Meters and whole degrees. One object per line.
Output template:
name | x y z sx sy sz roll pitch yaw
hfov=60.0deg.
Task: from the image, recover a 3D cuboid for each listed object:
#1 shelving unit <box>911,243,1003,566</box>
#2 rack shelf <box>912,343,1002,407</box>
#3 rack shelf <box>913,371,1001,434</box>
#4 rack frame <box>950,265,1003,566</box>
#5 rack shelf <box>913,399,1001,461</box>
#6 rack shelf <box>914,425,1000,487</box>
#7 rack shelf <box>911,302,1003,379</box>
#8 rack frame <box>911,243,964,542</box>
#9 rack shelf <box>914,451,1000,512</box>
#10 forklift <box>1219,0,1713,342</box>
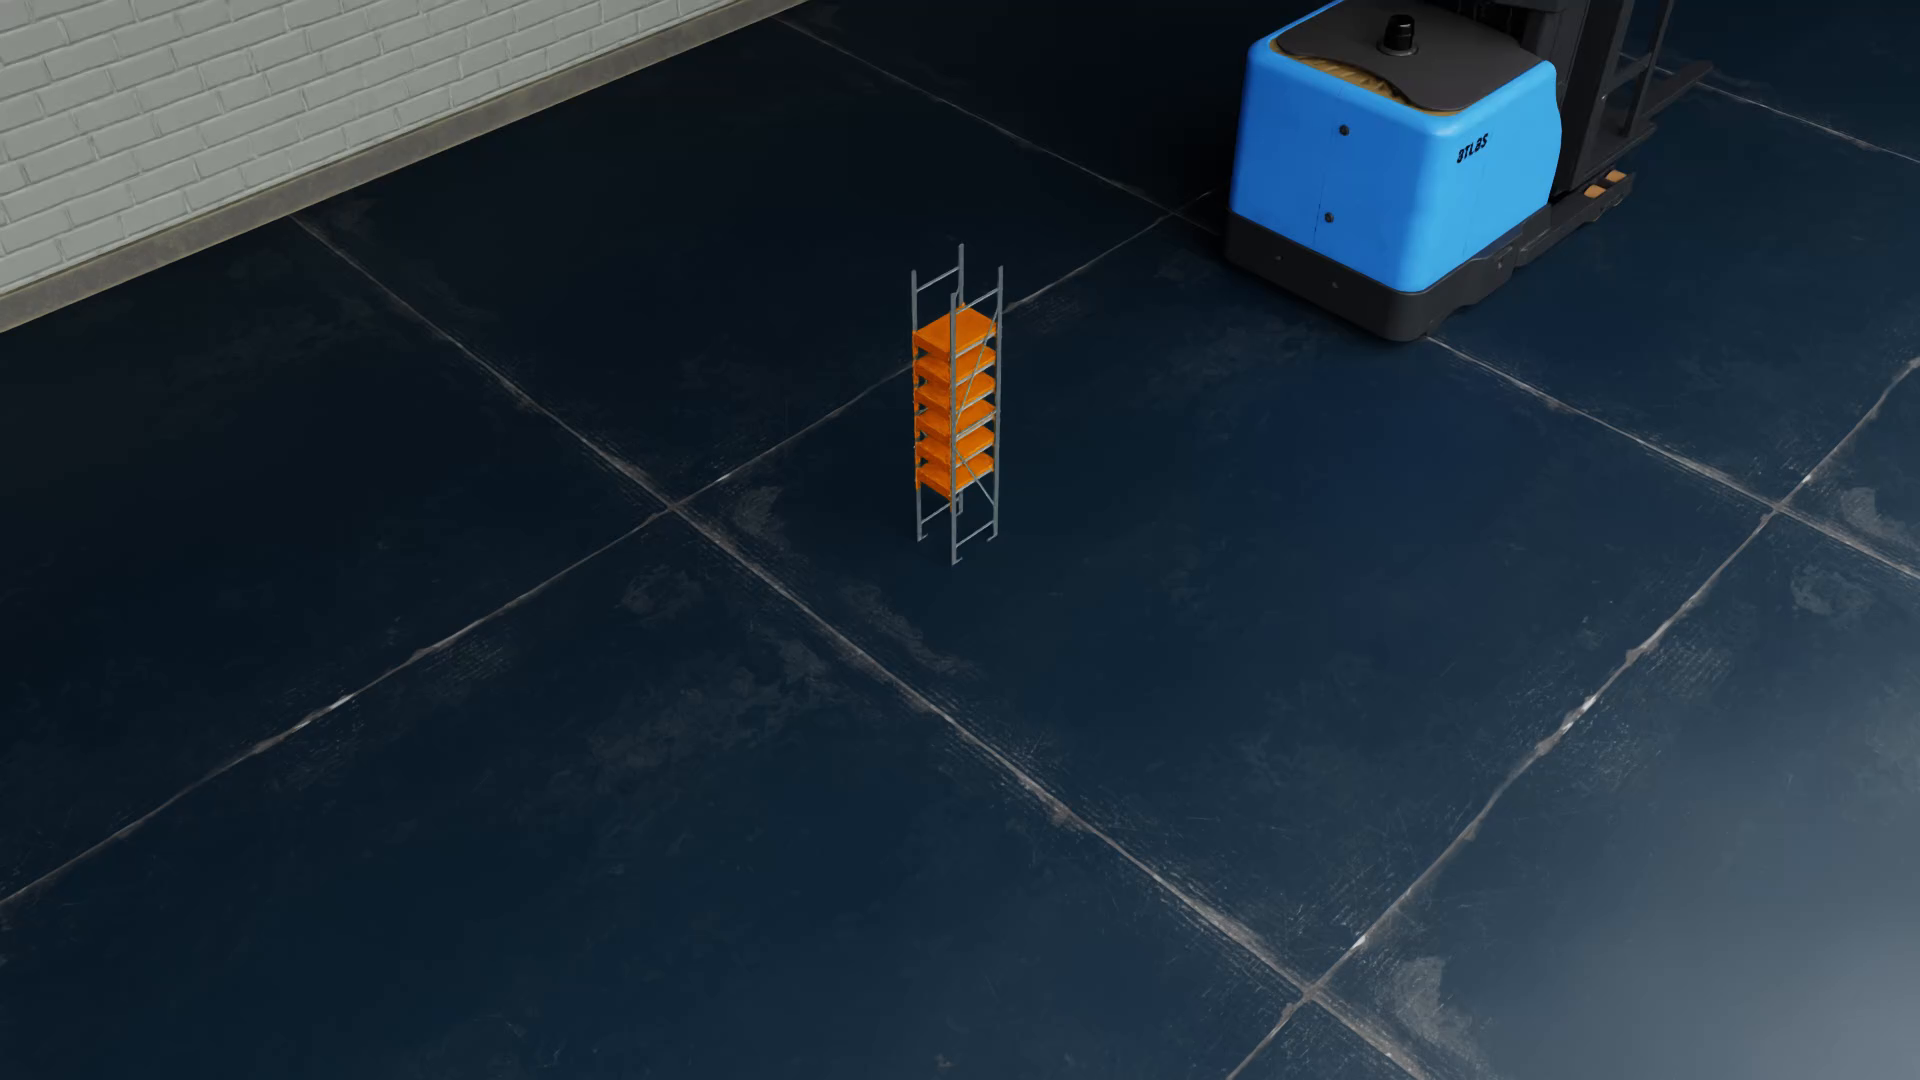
shelving unit | -0.010 -0.448 5.850 0.258 1.200 0.189 -34 53 -31
rack shelf | -0.010 -0.591 5.718 0.258 0.103 0.180 -34 53 -31
rack shelf | -0.010 -0.503 5.799 0.258 0.103 0.180 -34 53 -31
rack frame | 0.054 -0.404 5.803 0.240 1.200 0.006 -34 53 -31
rack shelf | -0.010 -0.415 5.880 0.258 0.103 0.180 -34 53 -31
rack shelf | -0.010 -0.327 5.962 0.258 0.103 0.180 -34 53 -31
rack shelf | -0.010 -0.679 5.636 0.258 0.103 0.180 -34 53 -31
rack frame | -0.075 -0.492 5.898 0.240 1.200 0.006 -34 53 -31
rack shelf | -0.010 -0.239 6.043 0.258 0.103 0.180 -34 53 -31
forklift | 2.579 -2.810 7.132 3.031 2.935 1.130 -34 52 -31
